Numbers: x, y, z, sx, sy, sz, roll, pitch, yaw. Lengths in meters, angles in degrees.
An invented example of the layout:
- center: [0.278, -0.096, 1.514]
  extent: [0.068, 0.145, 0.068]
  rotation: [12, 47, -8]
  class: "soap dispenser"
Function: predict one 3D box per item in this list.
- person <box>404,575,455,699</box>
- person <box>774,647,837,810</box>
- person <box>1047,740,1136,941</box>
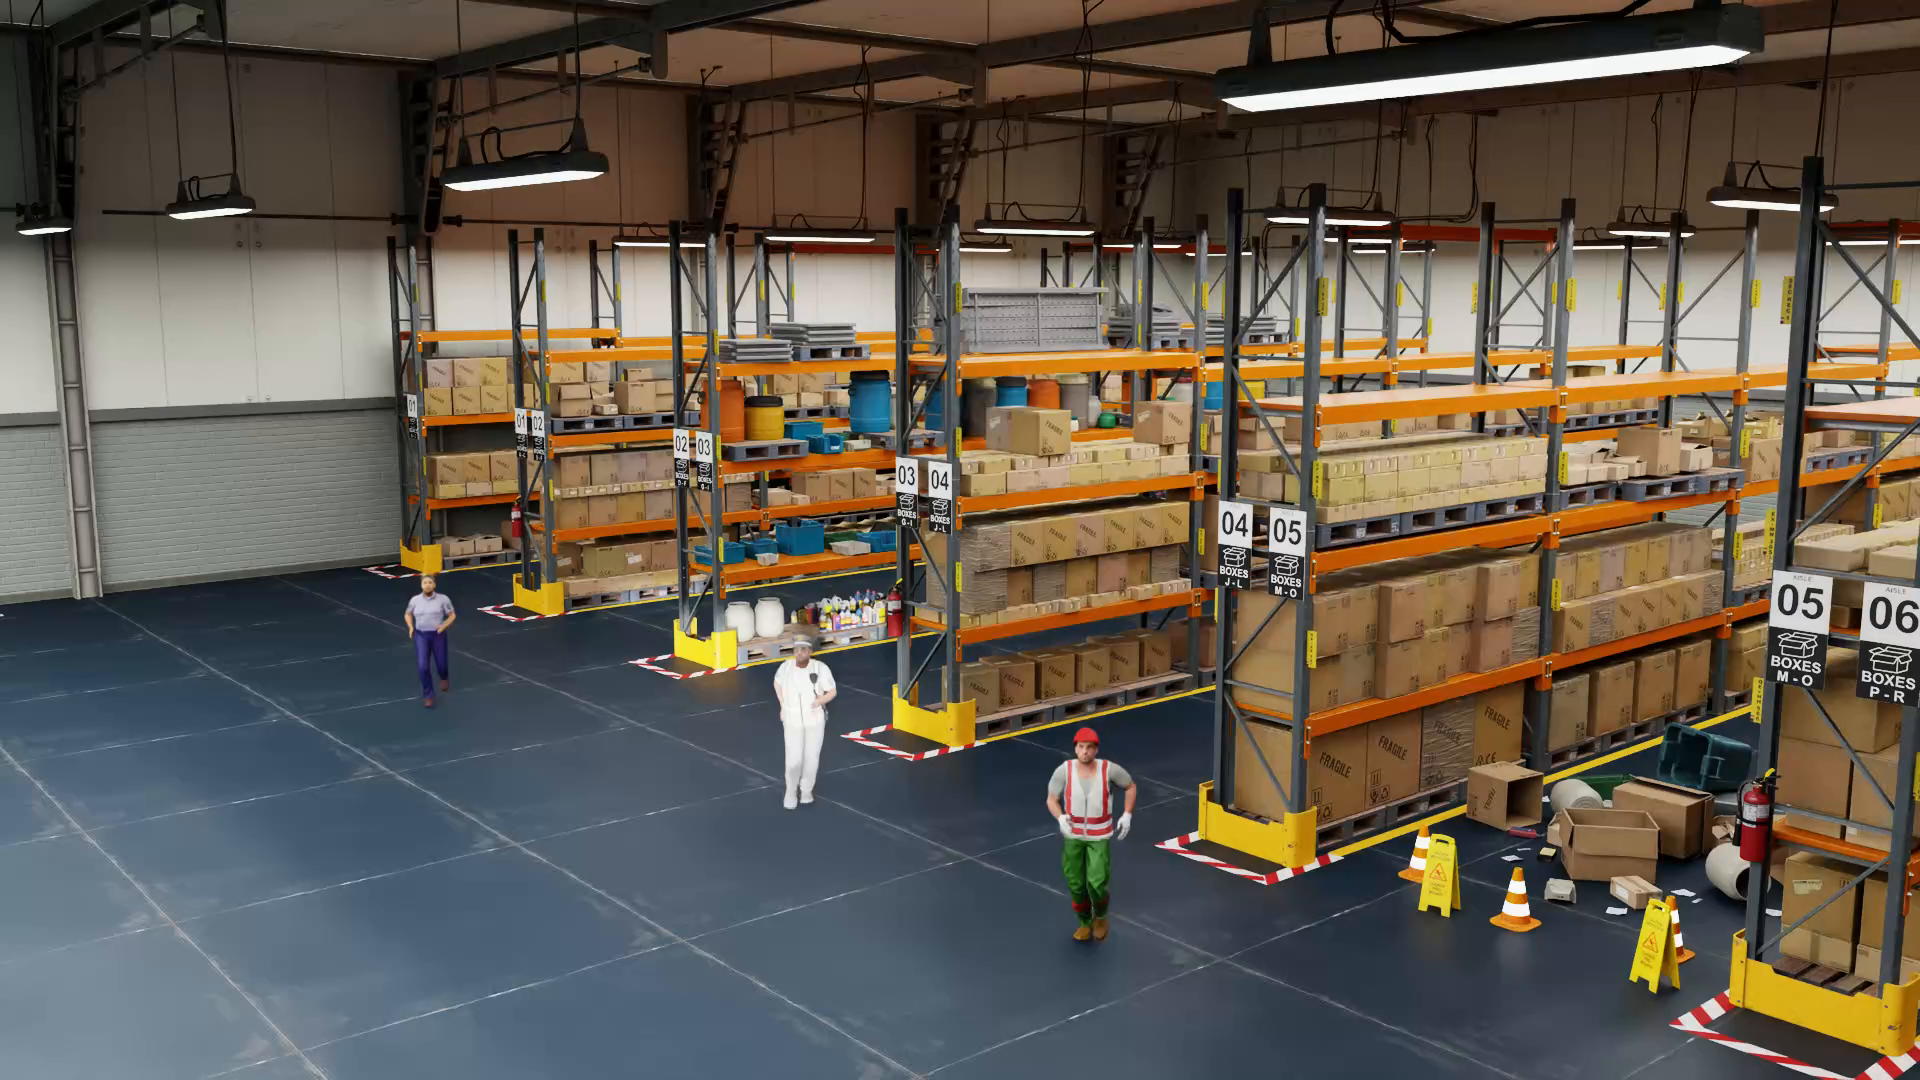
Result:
- center: [-6.566, 1.191, 20.612]
  extent: [0.613, 1.536, 0.593]
  rotation: [-2, 9, -12]
  class: "person"
- center: [-1.530, 1.837, 16.393]
  extent: [0.632, 1.739, 0.697]
  rotation: [0, 9, -2]
  class: "person"
- center: [1.004, 2.339, 12.941]
  extent: [0.685, 1.695, 0.621]
  rotation: [2, 9, 11]
  class: "person"
